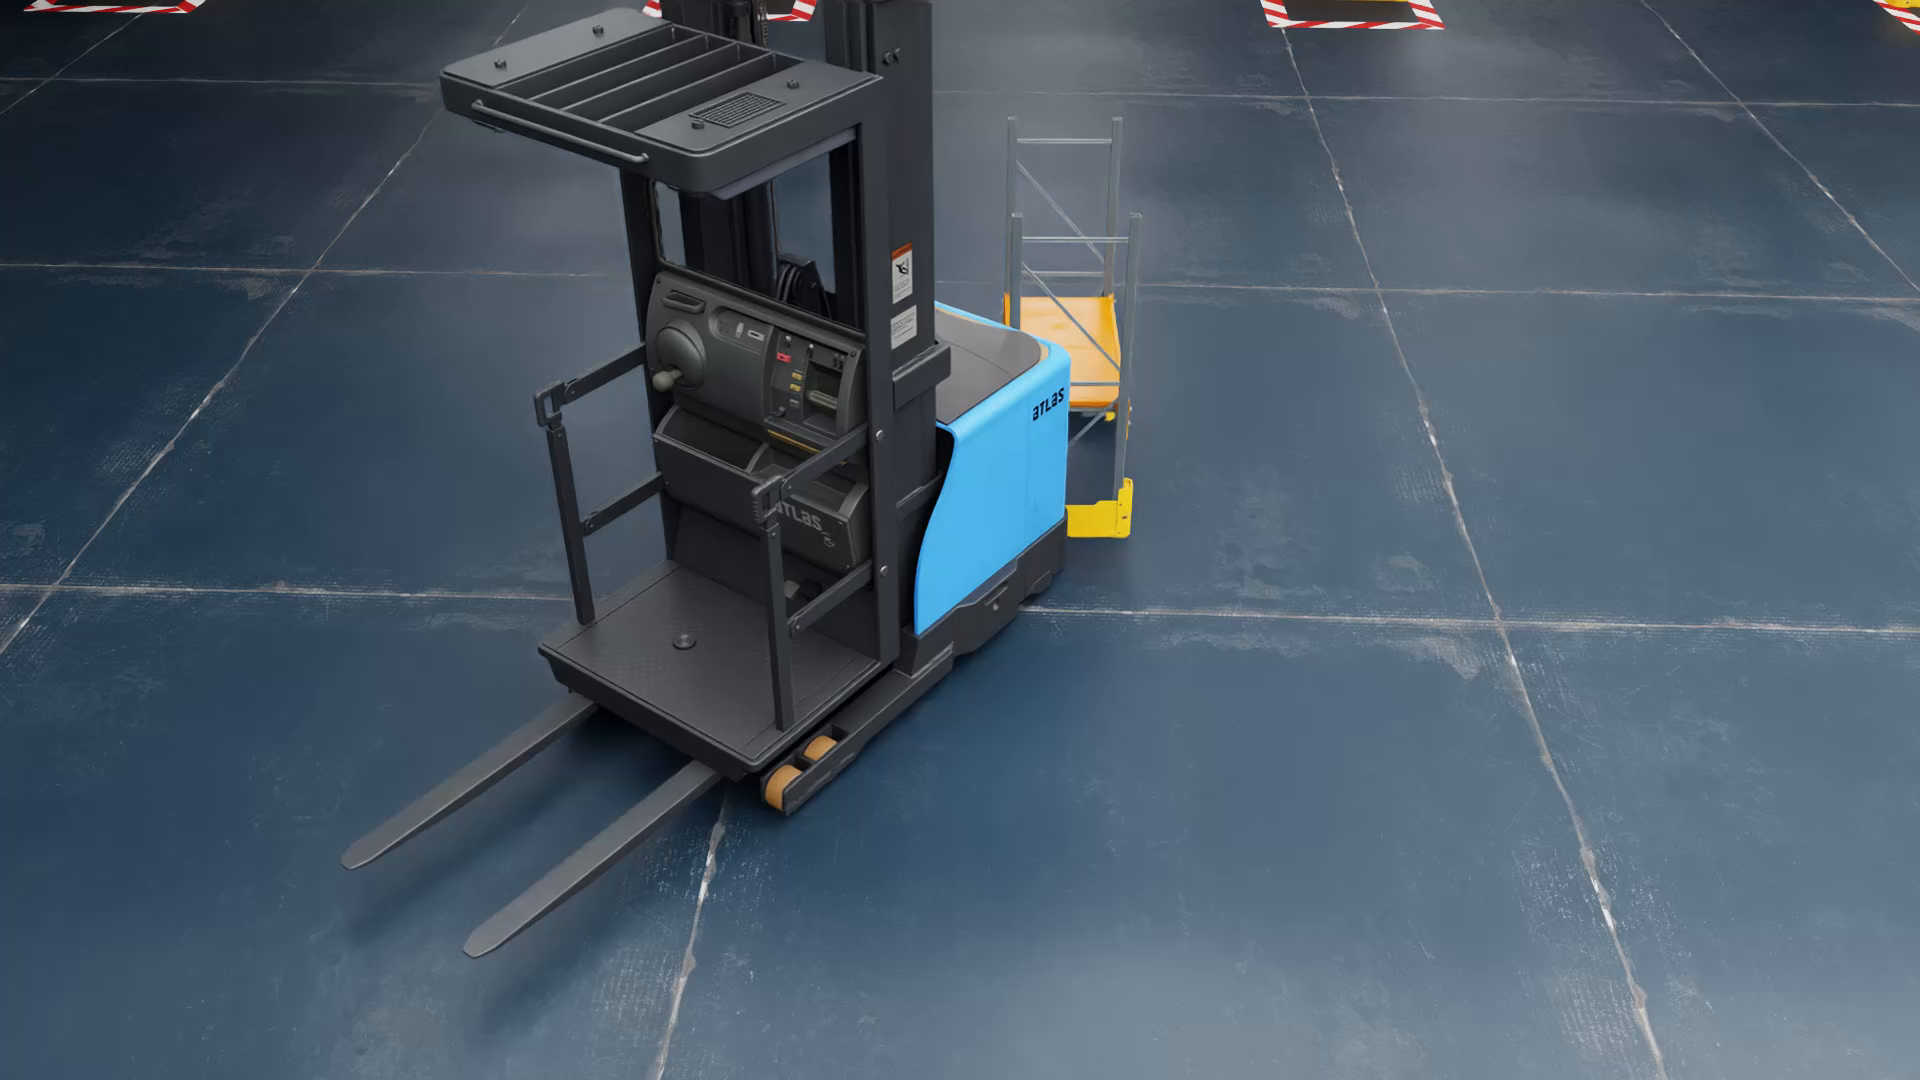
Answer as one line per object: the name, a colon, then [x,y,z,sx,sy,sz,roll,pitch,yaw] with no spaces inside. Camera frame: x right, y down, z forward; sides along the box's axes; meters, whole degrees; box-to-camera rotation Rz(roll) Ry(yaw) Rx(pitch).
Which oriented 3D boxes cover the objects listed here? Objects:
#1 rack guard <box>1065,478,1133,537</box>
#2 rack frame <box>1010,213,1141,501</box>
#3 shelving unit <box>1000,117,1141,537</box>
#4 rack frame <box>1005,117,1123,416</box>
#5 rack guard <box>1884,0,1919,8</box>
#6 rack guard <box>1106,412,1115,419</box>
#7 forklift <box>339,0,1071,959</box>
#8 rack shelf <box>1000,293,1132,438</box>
rack guard: [0.450,-0.142,7.235,0.587,0.250,0.087,0,35,0]
rack frame: [0.450,-0.642,6.860,0.500,1.500,0.032,0,35,0]
shelving unit: [0.455,-0.940,7.283,0.587,1.500,1.083,0,35,0]
rack frame: [0.459,-1.227,7.692,0.500,1.500,0.032,0,35,0]
rack guard: [8.069,-4.556,13.298,1.175,0.500,0.348,1,35,2]
rack guard: [0.459,-0.715,8.050,0.587,0.250,0.087,0,35,0]
forklift: [-0.837,-0.556,5.492,1.130,2.935,3.031,23,41,29]
rack shelf: [0.454,-0.788,7.379,0.538,0.185,1.000,0,35,0]
